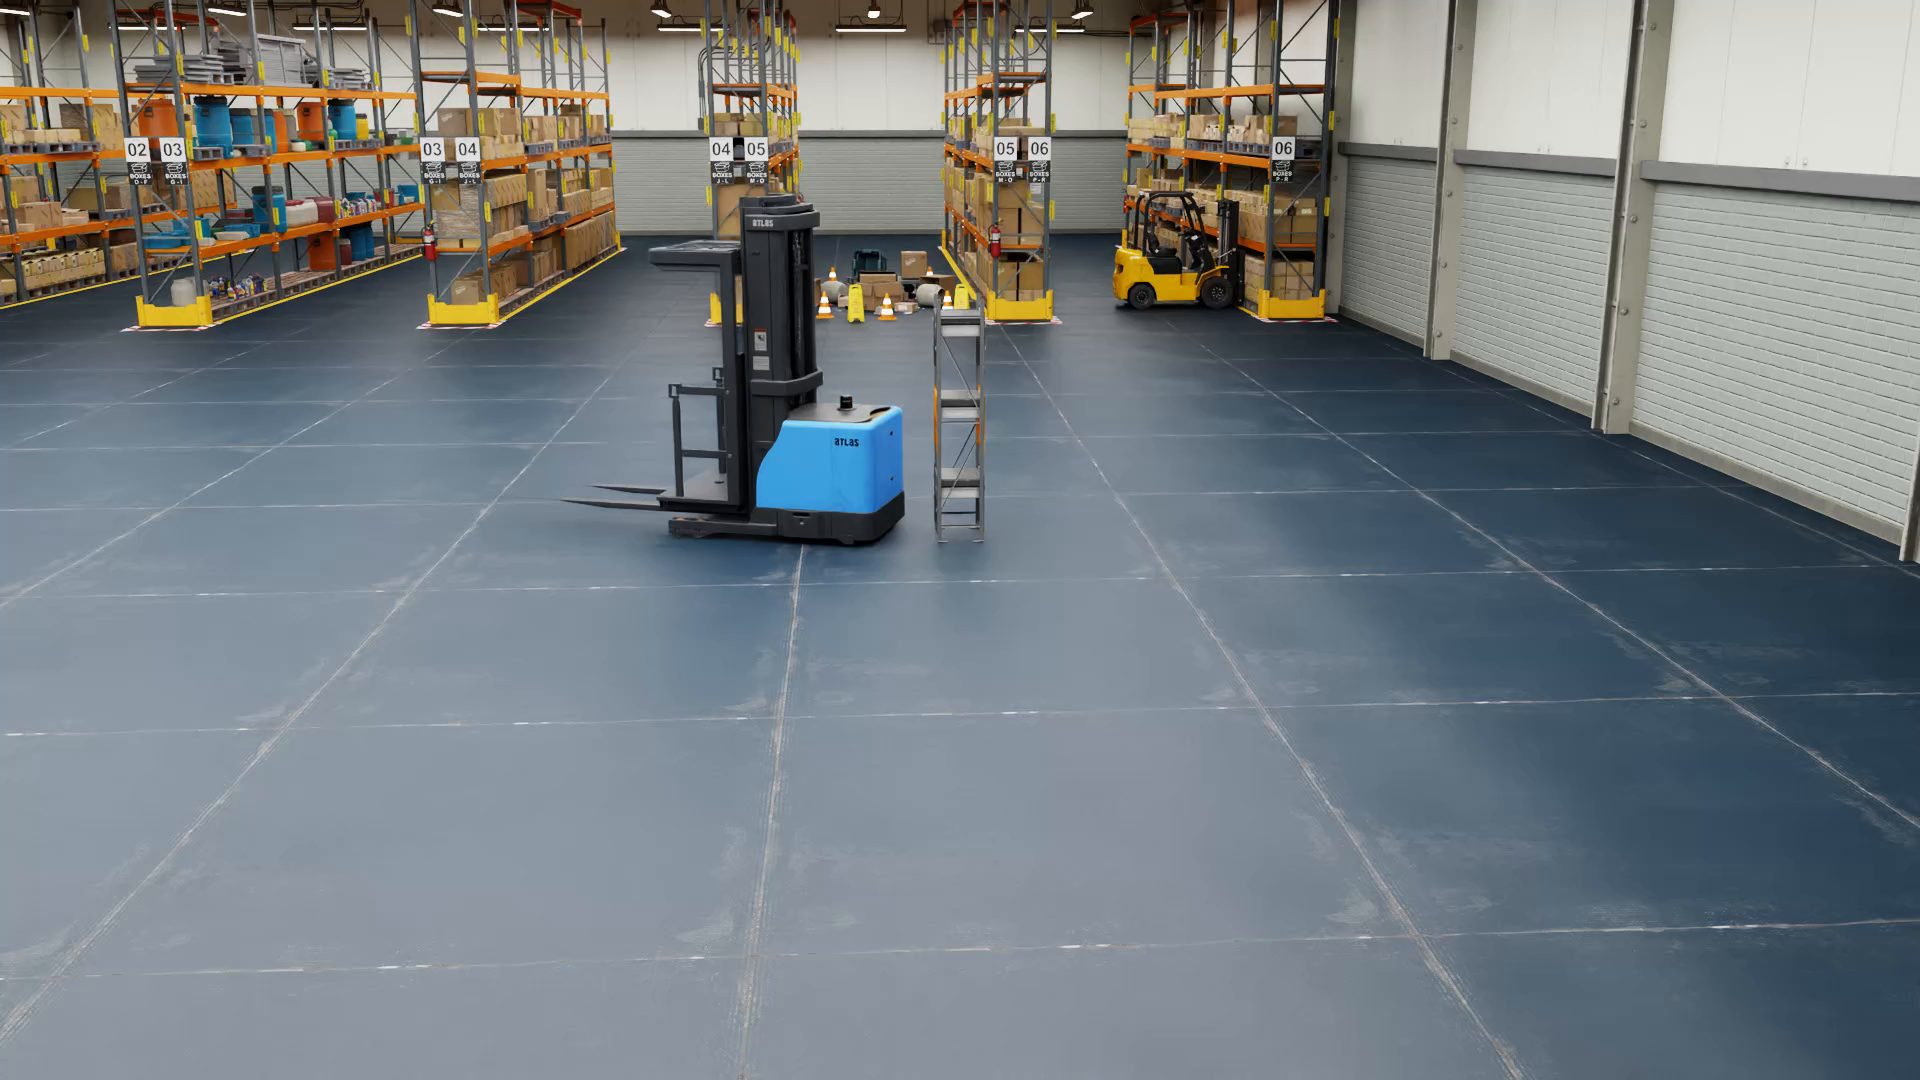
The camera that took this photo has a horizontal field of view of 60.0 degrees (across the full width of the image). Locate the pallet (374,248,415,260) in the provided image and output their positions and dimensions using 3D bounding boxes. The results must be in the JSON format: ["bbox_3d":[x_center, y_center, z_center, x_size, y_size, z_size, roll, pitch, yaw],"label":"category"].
[{"bbox_3d":[-14.652,-7.349,42.666,1.003,0.211,1.213,-1,14,-3],"label":"pallet"}]

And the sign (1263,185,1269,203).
[{"bbox_3d":[5.500,-6.206,29.829,0.100,0.325,0.005,-1,14,-3],"label":"sign"}]

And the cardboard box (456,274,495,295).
[{"bbox_3d":[-8.895,-4.602,30.565,0.500,0.500,0.500,3,15,11],"label":"cardboard box"}]

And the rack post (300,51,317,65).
[{"bbox_3d":[-14.387,-10.566,36.497,0.624,0.289,0.986,-1,14,-3],"label":"rack post"}]

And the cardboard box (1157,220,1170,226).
[{"bbox_3d":[5.117,-7.879,41.403,0.380,0.149,0.250,-1,14,-4],"label":"cardboard box"}]

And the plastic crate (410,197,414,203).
[{"bbox_3d":[-14.506,-8.909,43.542,0.396,0.136,0.243,-1,14,-3],"label":"plastic crate"}]

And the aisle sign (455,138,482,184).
[{"bbox_3d":[-8.499,-6.553,28.760,0.394,0.787,0.004,-1,14,-3],"label":"aisle sign"}]

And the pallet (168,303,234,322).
[{"bbox_3d":[-13.842,-4.099,30.032,1.003,0.211,1.213,-1,14,-3],"label":"pallet"}]

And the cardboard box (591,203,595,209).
[{"bbox_3d":[-9.232,-8.247,41.062,0.380,0.149,0.250,-1,14,-3],"label":"cardboard box"}]

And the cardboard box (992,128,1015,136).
[{"bbox_3d":[0.773,-7.255,29.588,0.380,0.149,0.250,-1,14,-3],"label":"cardboard box"}]

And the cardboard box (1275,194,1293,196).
[{"bbox_3d":[6.168,-6.514,31.726,0.380,0.149,0.250,-1,14,-3],"label":"cardboard box"}]

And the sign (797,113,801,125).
[{"bbox_3d":[-4.281,-11.221,44.321,0.100,0.325,0.005,-1,14,-3],"label":"sign"}]

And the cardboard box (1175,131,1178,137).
[{"bbox_3d":[5.231,-9.503,38.923,0.380,0.149,0.250,0,14,-2],"label":"cardboard box"}]

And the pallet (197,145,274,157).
[{"bbox_3d":[-13.851,-7.407,31.653,1.213,0.211,1.003,-1,14,-3],"label":"pallet"}]

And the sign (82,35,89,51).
[{"bbox_3d":[-18.631,-10.587,35.421,0.100,0.325,0.005,-1,14,-3],"label":"sign"}]

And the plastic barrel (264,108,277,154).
[{"bbox_3d":[-14.322,-8.367,34.002,0.600,0.901,0.708,-1,14,-3],"label":"plastic barrel"}]

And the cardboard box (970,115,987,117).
[{"bbox_3d":[0.519,-10.345,41.450,0.500,0.500,0.500,-1,14,-2],"label":"cardboard box"}]

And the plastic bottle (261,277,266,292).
[{"bbox_3d":[-13.634,-5.007,32.533,0.061,0.283,0.133,0,14,-1],"label":"plastic bottle"}]

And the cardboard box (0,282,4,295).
[{"bbox_3d":[-18.669,-4.783,31.773,0.500,0.250,0.500,-1,14,-3],"label":"cardboard box"}]

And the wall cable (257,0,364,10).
[{"bbox_3d":[-18.830,-16.607,47.979,3.097,2.526,0.112,-1,14,-3],"label":"wall cable"}]

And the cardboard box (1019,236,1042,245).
[{"bbox_3d":[1.275,-5.424,30.092,0.380,0.149,0.250,-1,14,-3],"label":"cardboard box"}]

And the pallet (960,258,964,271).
[{"bbox_3d":[0.547,-6.597,39.744,1.003,0.211,1.213,-1,14,-3],"label":"pallet"}]

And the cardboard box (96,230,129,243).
[{"bbox_3d":[-19.553,-7.006,38.364,0.500,0.250,0.500,-1,14,-4],"label":"cardboard box"}]

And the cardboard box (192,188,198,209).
[{"bbox_3d":[-19.227,-8.444,41.125,0.500,0.500,0.500,-1,14,-2],"label":"cardboard box"}]

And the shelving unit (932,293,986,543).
[{"bbox_3d":[-0.010,-1.058,14.425,0.431,2.100,0.503,-1,14,-3],"label":"shelving unit"}]

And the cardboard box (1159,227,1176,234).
[{"bbox_3d":[5.150,-7.666,41.174,0.380,0.149,0.250,-1,14,-5],"label":"cardboard box"}]

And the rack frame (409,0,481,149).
[{"bbox_3d":[-8.802,-8.211,28.378,1.000,3.000,0.127,-1,14,-3],"label":"rack frame"}]

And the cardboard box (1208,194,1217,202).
[{"bbox_3d":[5.407,-7.164,34.846,0.380,0.149,0.250,-1,14,-5],"label":"cardboard box"}]

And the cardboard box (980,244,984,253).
[{"bbox_3d":[0.590,-5.691,32.495,0.380,0.149,0.250,0,14,-1],"label":"cardboard box"}]

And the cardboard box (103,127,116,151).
[{"bbox_3d":[-19.277,-8.879,36.794,0.910,0.500,0.500,-1,14,-3],"label":"cardboard box"}]

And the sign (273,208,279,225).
[{"bbox_3d":[-13.444,-6.363,32.683,0.100,0.325,0.005,-1,14,-3],"label":"sign"}]

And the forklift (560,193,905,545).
[{"bbox_3d":[-2.076,-1.556,14.693,3.031,2.935,1.130,4,15,14],"label":"forklift"}]

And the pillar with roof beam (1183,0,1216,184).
[{"bbox_3d":[1.859,-11.546,41.342,9.100,9.000,0.548,-1,14,-3],"label":"pillar with roof beam"}]

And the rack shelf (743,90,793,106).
[{"bbox_3d":[-4.465,-10.207,38.384,1.077,0.370,4.000,-1,14,-3],"label":"rack shelf"}]

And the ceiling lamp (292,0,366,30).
[{"bbox_3d":[-17.350,-15.570,45.267,2.000,3.185,0.800,-1,14,-3],"label":"ceiling lamp"}]

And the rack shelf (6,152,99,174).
[{"bbox_3d":[-19.061,-7.750,34.050,1.077,0.370,4.000,-1,14,-3],"label":"rack shelf"}]

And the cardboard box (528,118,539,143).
[{"bbox_3d":[-9.039,-8.359,33.924,0.797,0.503,0.637,0,14,-1],"label":"cardboard box"}]

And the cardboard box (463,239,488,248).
[{"bbox_3d":[-8.582,-5.258,29.447,0.380,0.149,0.250,-1,14,-3],"label":"cardboard box"}]

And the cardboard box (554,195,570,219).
[{"bbox_3d":[-9.056,-7.468,37.332,0.500,0.500,0.500,0,14,-2],"label":"cardboard box"}]

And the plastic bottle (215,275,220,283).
[{"bbox_3d":[-14.357,-4.947,32.165,0.144,0.351,0.185,0,14,-2],"label":"plastic bottle"}]

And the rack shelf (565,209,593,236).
[{"bbox_3d":[-9.422,-7.444,38.881,1.077,0.370,4.000,-1,14,-3],"label":"rack shelf"}]

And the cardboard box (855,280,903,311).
[{"bbox_3d":[-1.547,-4.647,31.577,0.797,0.503,0.637,-13,20,-42],"label":"cardboard box"}]

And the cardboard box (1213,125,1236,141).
[{"bbox_3d":[5.507,-8.368,34.146,0.500,0.311,0.500,-1,14,-5],"label":"cardboard box"}]

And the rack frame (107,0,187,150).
[{"bbox_3d":[-13.745,-8.134,28.081,1.000,3.000,0.127,-1,14,-3],"label":"rack frame"}]

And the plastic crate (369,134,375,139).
[{"bbox_3d":[-14.907,-10.047,41.774,0.437,0.282,0.530,-1,14,-3],"label":"plastic crate"}]

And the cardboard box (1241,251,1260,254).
[{"bbox_3d":[5.576,-5.510,32.592,0.500,0.250,0.500,0,14,-2],"label":"cardboard box"}]

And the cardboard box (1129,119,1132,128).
[{"bbox_3d":[4.828,-11.167,44.589,0.500,0.250,0.500,-1,14,-4],"label":"cardboard box"}]

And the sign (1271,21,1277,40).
[{"bbox_3d":[5.500,-8.927,29.129,0.100,0.325,0.005,-1,14,-3],"label":"sign"}]
